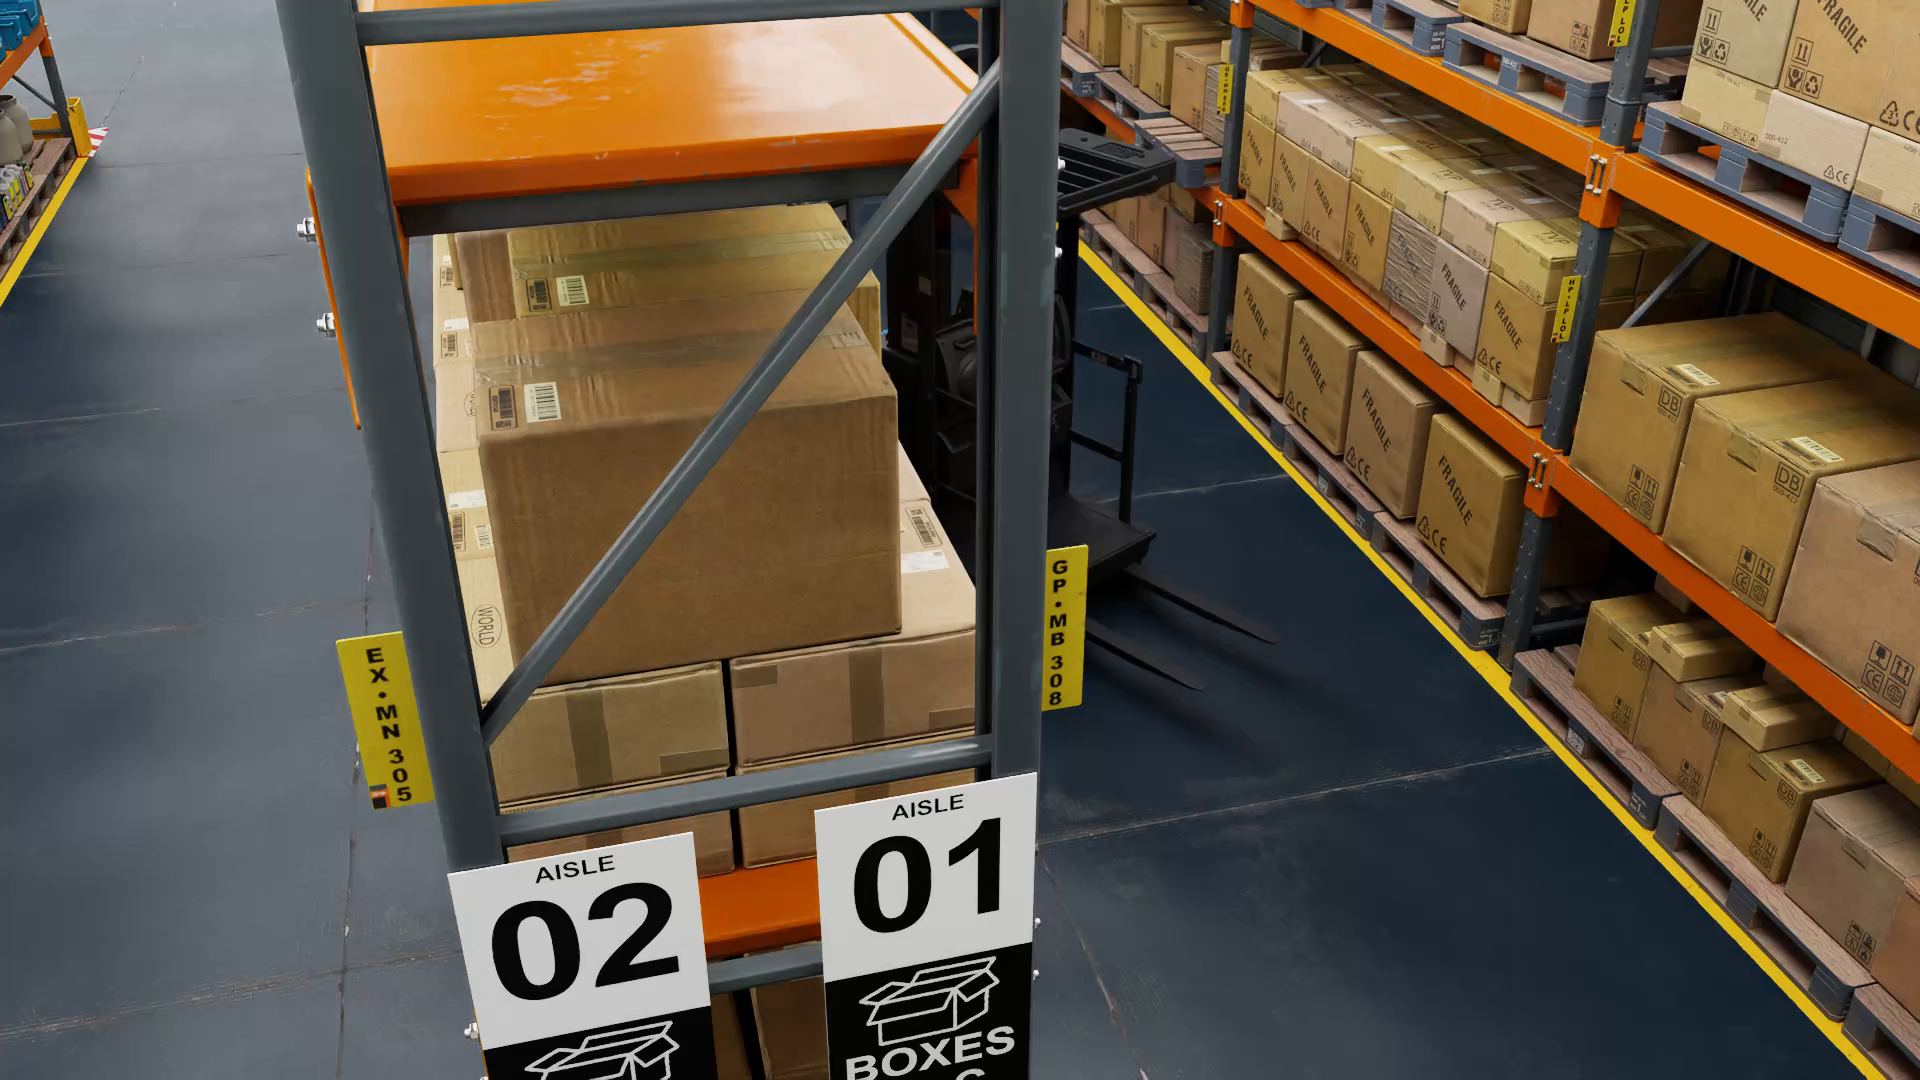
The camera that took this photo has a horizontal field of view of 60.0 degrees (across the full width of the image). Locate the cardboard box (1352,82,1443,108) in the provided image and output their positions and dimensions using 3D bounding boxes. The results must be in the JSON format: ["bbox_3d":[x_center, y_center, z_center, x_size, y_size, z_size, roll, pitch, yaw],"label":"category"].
[{"bbox_3d":[2.799,-2.690,10.468,0.500,0.250,0.500,-9,31,-15],"label":"cardboard box"}]

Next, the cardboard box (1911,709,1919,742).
[{"bbox_3d":[4.069,0.520,5.790,0.980,0.700,0.700,-8,31,-14],"label":"cardboard box"}]

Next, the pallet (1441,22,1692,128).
[{"bbox_3d":[3.065,-2.339,8.225,0.805,0.209,1.217,-9,31,-15],"label":"pallet"}]

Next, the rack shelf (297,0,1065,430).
[{"bbox_3d":[-0.888,-1.345,4.043,1.077,0.370,4.000,-8,31,-13],"label":"rack shelf"}]

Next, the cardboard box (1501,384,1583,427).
[{"bbox_3d":[2.994,-0.713,8.450,0.380,0.149,0.250,-8,31,-13],"label":"cardboard box"}]

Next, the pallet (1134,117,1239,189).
[{"bbox_3d":[2.003,-2.866,12.131,1.213,0.211,1.003,-8,31,-13],"label":"pallet"}]

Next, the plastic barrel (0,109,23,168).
[{"bbox_3d":[-8.999,-3.721,15.480,0.421,0.512,0.421,0,30,0],"label":"plastic barrel"}]

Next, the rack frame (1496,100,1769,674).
[{"bbox_3d":[3.356,-0.688,8.175,1.000,3.000,0.127,-8,31,-13],"label":"rack frame"}]

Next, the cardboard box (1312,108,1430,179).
[{"bbox_3d":[2.446,-2.371,9.917,0.500,0.250,0.500,-8,31,-13],"label":"cardboard box"}]

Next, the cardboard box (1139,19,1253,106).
[{"bbox_3d":[1.808,-3.678,12.802,0.700,0.500,0.500,-8,31,-13],"label":"cardboard box"}]

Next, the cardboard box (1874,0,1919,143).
[{"bbox_3d":[3.554,-1.604,5.645,0.500,0.500,0.500,-8,31,-13],"label":"cardboard box"}]

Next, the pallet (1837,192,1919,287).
[{"bbox_3d":[3.884,-0.963,5.744,1.003,0.211,1.213,-8,31,-13],"label":"pallet"}]

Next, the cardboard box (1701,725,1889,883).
[{"bbox_3d":[3.720,1.079,7.199,0.700,0.500,0.500,-7,31,-12],"label":"cardboard box"}]

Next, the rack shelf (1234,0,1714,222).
[{"bbox_3d":[2.825,-2.640,9.272,1.077,0.370,4.000,-8,31,-13],"label":"rack shelf"}]

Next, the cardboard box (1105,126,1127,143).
[{"bbox_3d":[1.564,-3.419,14.201,0.500,0.250,0.500,-8,31,-14],"label":"cardboard box"}]

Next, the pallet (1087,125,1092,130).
[{"bbox_3d":[0.693,-4.255,17.121,1.003,0.211,1.213,-8,31,-13],"label":"pallet"}]

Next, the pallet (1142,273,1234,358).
[{"bbox_3d":[2.089,-1.790,12.863,1.003,0.211,1.213,-8,31,-13],"label":"pallet"}]

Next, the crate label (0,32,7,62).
[{"bbox_3d":[-8.631,-4.328,14.430,0.502,0.435,0.616,-8,31,-13],"label":"crate label"}]

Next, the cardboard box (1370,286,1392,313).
[{"bbox_3d":[2.639,-1.462,9.744,0.380,0.149,0.250,-7,31,-12],"label":"cardboard box"}]

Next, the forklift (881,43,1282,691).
[{"bbox_3d":[0.393,-0.992,8.769,1.130,2.935,3.031,-26,39,-37],"label":"forklift"}]

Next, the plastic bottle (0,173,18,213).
[{"bbox_3d":[-8.296,-3.020,14.409,0.144,0.351,0.185,-8,31,-14],"label":"plastic bottle"}]

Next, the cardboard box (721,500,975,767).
[{"bbox_3d":[-0.243,0.172,3.345,0.500,0.250,0.500,-8,31,-13],"label":"cardboard box"}]

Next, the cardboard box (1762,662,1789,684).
[{"bbox_3d":[3.821,0.592,7.393,0.380,0.149,0.250,-9,31,-15],"label":"cardboard box"}]

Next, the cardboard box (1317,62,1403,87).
[{"bbox_3d":[2.665,-2.940,10.901,0.500,0.250,0.500,-7,31,-12],"label":"cardboard box"}]

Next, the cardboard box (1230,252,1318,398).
[{"bbox_3d":[2.363,-1.498,11.302,0.750,0.750,0.750,-8,31,-14],"label":"cardboard box"}]

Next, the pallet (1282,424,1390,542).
[{"bbox_3d":[2.751,-0.434,10.520,1.003,0.211,1.213,-8,31,-13],"label":"pallet"}]

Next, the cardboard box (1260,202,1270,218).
[{"bbox_3d":[2.217,-2.207,11.030,0.380,0.149,0.250,-7,31,-13],"label":"cardboard box"}]

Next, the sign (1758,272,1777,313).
[{"bbox_3d":[3.891,-1.171,8.067,0.100,0.325,0.005,-8,31,-13],"label":"sign"}]

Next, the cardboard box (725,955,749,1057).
[{"bbox_3d":[-0.367,0.928,4.286,0.500,0.500,0.500,-8,31,-13],"label":"cardboard box"}]

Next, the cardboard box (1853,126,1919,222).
[{"bbox_3d":[3.550,-1.282,5.839,0.500,0.250,0.500,-9,31,-15],"label":"cardboard box"}]

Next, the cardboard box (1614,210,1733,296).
[{"bbox_3d":[3.485,-1.450,8.326,0.500,0.250,0.500,-7,31,-12],"label":"cardboard box"}]

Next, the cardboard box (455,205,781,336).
[{"bbox_3d":[-0.796,-0.595,3.923,0.700,0.500,0.500,-8,31,-13],"label":"cardboard box"}]

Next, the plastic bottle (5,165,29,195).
[{"bbox_3d":[-8.430,-3.224,14.836,0.152,0.276,0.135,-8,31,-13],"label":"plastic bottle"}]

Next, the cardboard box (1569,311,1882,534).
[{"bbox_3d":[3.484,-0.553,7.643,0.980,0.700,0.700,-7,31,-13],"label":"cardboard box"}]

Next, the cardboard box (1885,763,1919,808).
[{"bbox_3d":[4.023,0.961,6.756,0.380,0.149,0.250,-8,31,-13],"label":"cardboard box"}]

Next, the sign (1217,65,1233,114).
[{"bbox_3d":[1.774,-3.010,11.110,0.100,0.325,0.005,-8,31,-13],"label":"sign"}]

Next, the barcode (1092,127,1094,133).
[{"bbox_3d":[1.296,-3.989,16.214,0.001,0.075,0.075,-8,31,-13],"label":"barcode"}]

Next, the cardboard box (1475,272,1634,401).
[{"bbox_3d":[2.991,-1.058,8.397,0.500,0.500,0.500,-8,31,-14],"label":"cardboard box"}]

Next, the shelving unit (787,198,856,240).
[{"bbox_3d":[-0.926,-1.234,10.017,0.431,2.100,0.503,-26,39,-37],"label":"shelving unit"}]

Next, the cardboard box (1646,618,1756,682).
[{"bbox_3d":[3.371,0.496,7.558,0.380,0.149,0.250,-7,31,-12],"label":"cardboard box"}]

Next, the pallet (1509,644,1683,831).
[{"bbox_3d":[3.483,0.897,8.221,1.003,0.211,1.213,-8,31,-13],"label":"pallet"}]

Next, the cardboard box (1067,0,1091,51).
[{"bbox_3d":[1.335,-4.535,14.282,0.700,0.500,0.500,-8,31,-13],"label":"cardboard box"}]

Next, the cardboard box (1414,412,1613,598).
[{"bbox_3d":[3.058,-0.236,9.120,0.750,0.750,0.750,-7,31,-13],"label":"cardboard box"}]

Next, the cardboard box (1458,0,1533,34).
[{"bbox_3d":[3.018,-2.919,8.497,0.700,0.500,0.500,-8,31,-14],"label":"cardboard box"}]

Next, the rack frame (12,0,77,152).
[{"bbox_3d":[-9.381,-5.166,15.912,1.000,3.000,0.127,-8,31,-13],"label":"rack frame"}]

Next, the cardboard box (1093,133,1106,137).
[{"bbox_3d":[1.444,-3.307,14.756,0.700,0.500,0.500,-7,31,-12],"label":"cardboard box"}]

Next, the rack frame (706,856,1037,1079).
[{"bbox_3d":[-0.357,1.905,3.696,1.000,3.000,0.127,-8,31,-13],"label":"rack frame"}]

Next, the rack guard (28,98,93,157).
[{"bbox_3d":[-9.315,-4.054,16.486,1.175,0.500,0.348,-8,31,-13],"label":"rack guard"}]

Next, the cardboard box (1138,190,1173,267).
[{"bbox_3d":[1.869,-2.569,13.482,0.700,0.500,0.500,-8,31,-14],"label":"cardboard box"}]

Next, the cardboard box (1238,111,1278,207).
[{"bbox_3d":[2.177,-2.532,10.944,0.500,0.500,0.500,-7,31,-12],"label":"cardboard box"}]

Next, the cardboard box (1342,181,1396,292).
[{"bbox_3d":[2.583,-1.787,9.658,0.500,0.500,0.500,-7,31,-12],"label":"cardboard box"}]

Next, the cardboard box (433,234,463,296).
[{"bbox_3d":[-1.273,-0.725,4.895,0.500,0.250,0.500,-8,31,-13],"label":"cardboard box"}]

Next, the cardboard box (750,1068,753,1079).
[{"bbox_3d":[-0.221,1.612,4.102,0.500,0.500,0.500,-7,31,-12],"label":"cardboard box"}]

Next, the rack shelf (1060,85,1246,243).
[{"bbox_3d":[1.764,-3.274,13.361,1.077,0.370,4.000,-8,31,-13],"label":"rack shelf"}]

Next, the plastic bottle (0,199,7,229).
[{"bbox_3d":[-8.183,-2.814,14.054,0.144,0.351,0.185,-9,31,-15],"label":"plastic bottle"}]

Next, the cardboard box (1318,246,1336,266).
[{"bbox_3d":[2.469,-1.838,10.393,0.380,0.149,0.250,-7,31,-12],"label":"cardboard box"}]

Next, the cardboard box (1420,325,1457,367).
[{"bbox_3d":[2.752,-1.083,9.088,0.380,0.149,0.250,-8,31,-13],"label":"cardboard box"}]

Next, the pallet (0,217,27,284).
[{"bbox_3d":[-8.457,-2.357,13.843,1.003,0.211,1.213,-8,31,-13],"label":"pallet"}]

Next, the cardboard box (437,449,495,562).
[{"bbox_3d":[-0.872,-0.001,3.644,0.500,0.250,0.500,-8,31,-13],"label":"cardboard box"}]
